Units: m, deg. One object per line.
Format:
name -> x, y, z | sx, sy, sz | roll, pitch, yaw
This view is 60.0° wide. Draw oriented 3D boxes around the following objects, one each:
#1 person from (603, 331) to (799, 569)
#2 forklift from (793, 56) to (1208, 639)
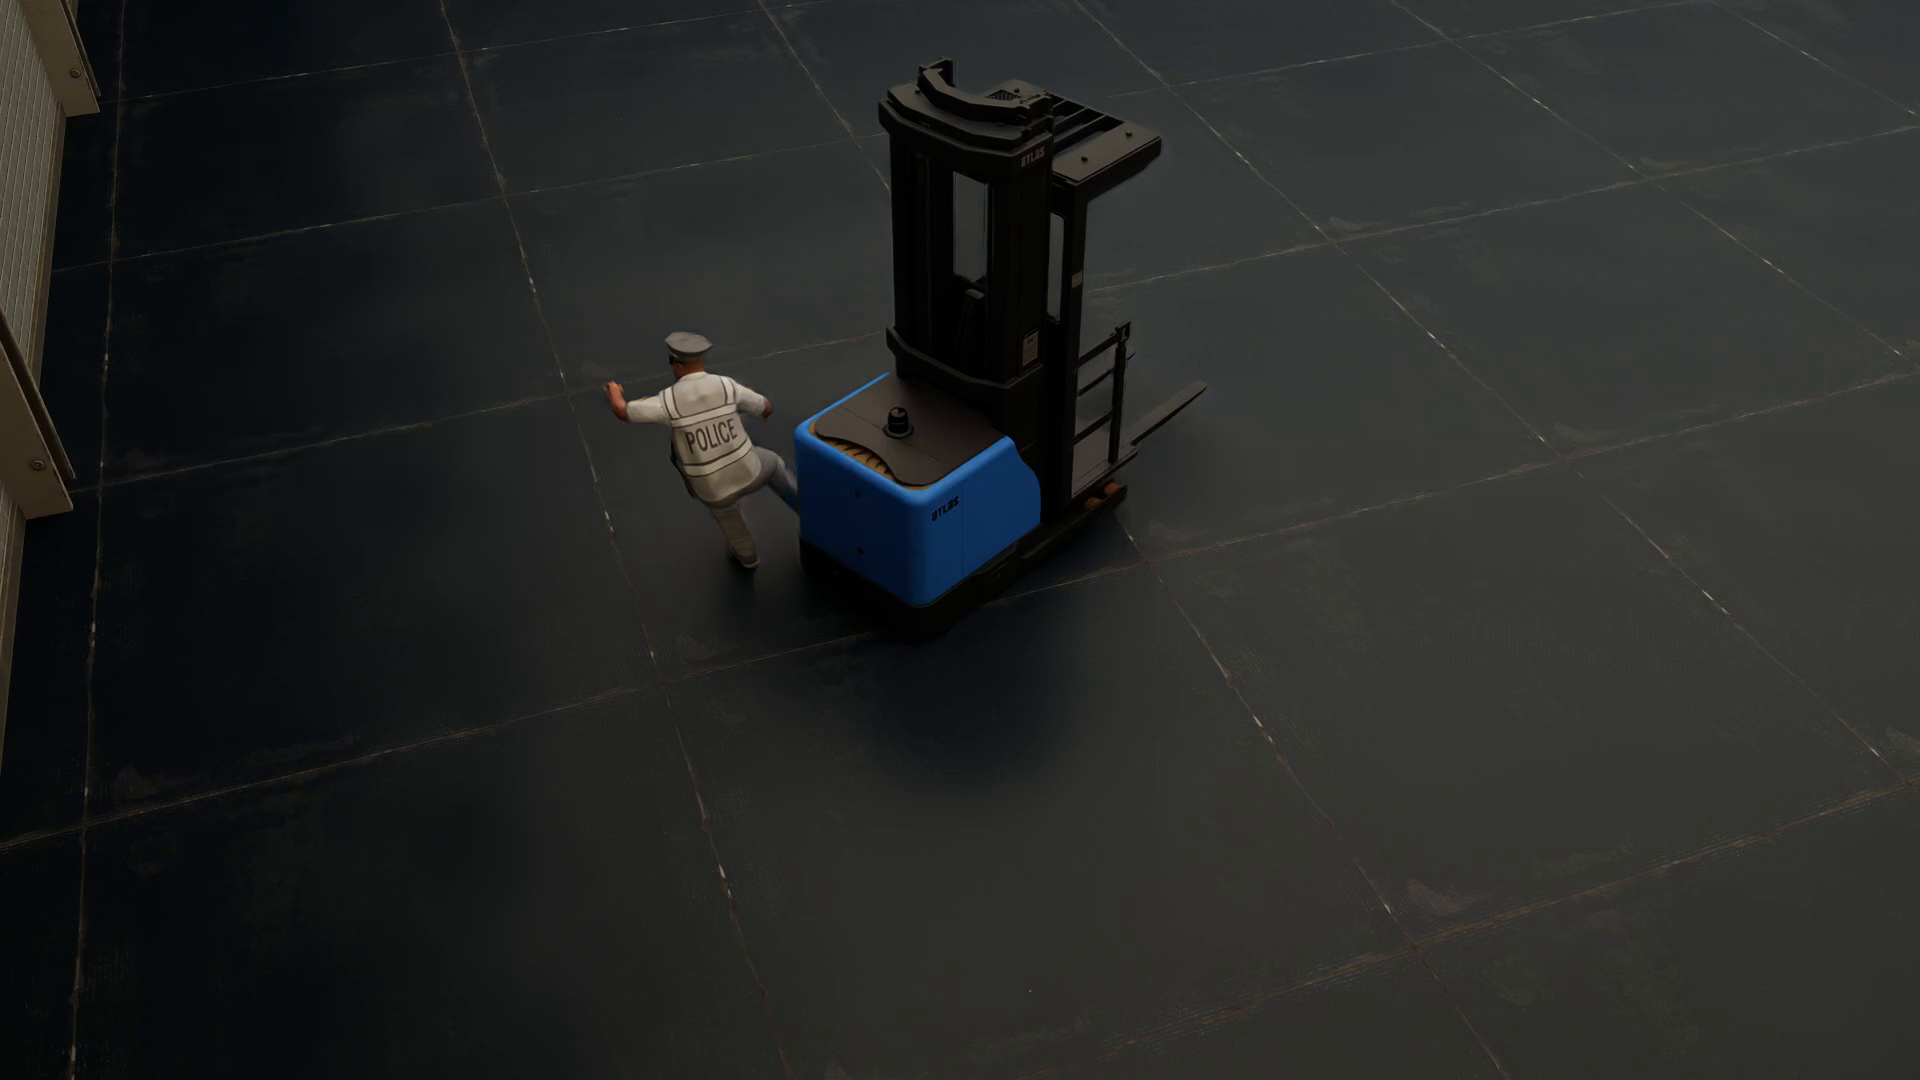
person -> -1.373, -0.591, 9.802 | 1.230, 1.503, 0.939 | -17, 43, -19
forklift -> 0.403, -1.423, 9.692 | 1.130, 2.935, 3.031 | 30, 49, 31
